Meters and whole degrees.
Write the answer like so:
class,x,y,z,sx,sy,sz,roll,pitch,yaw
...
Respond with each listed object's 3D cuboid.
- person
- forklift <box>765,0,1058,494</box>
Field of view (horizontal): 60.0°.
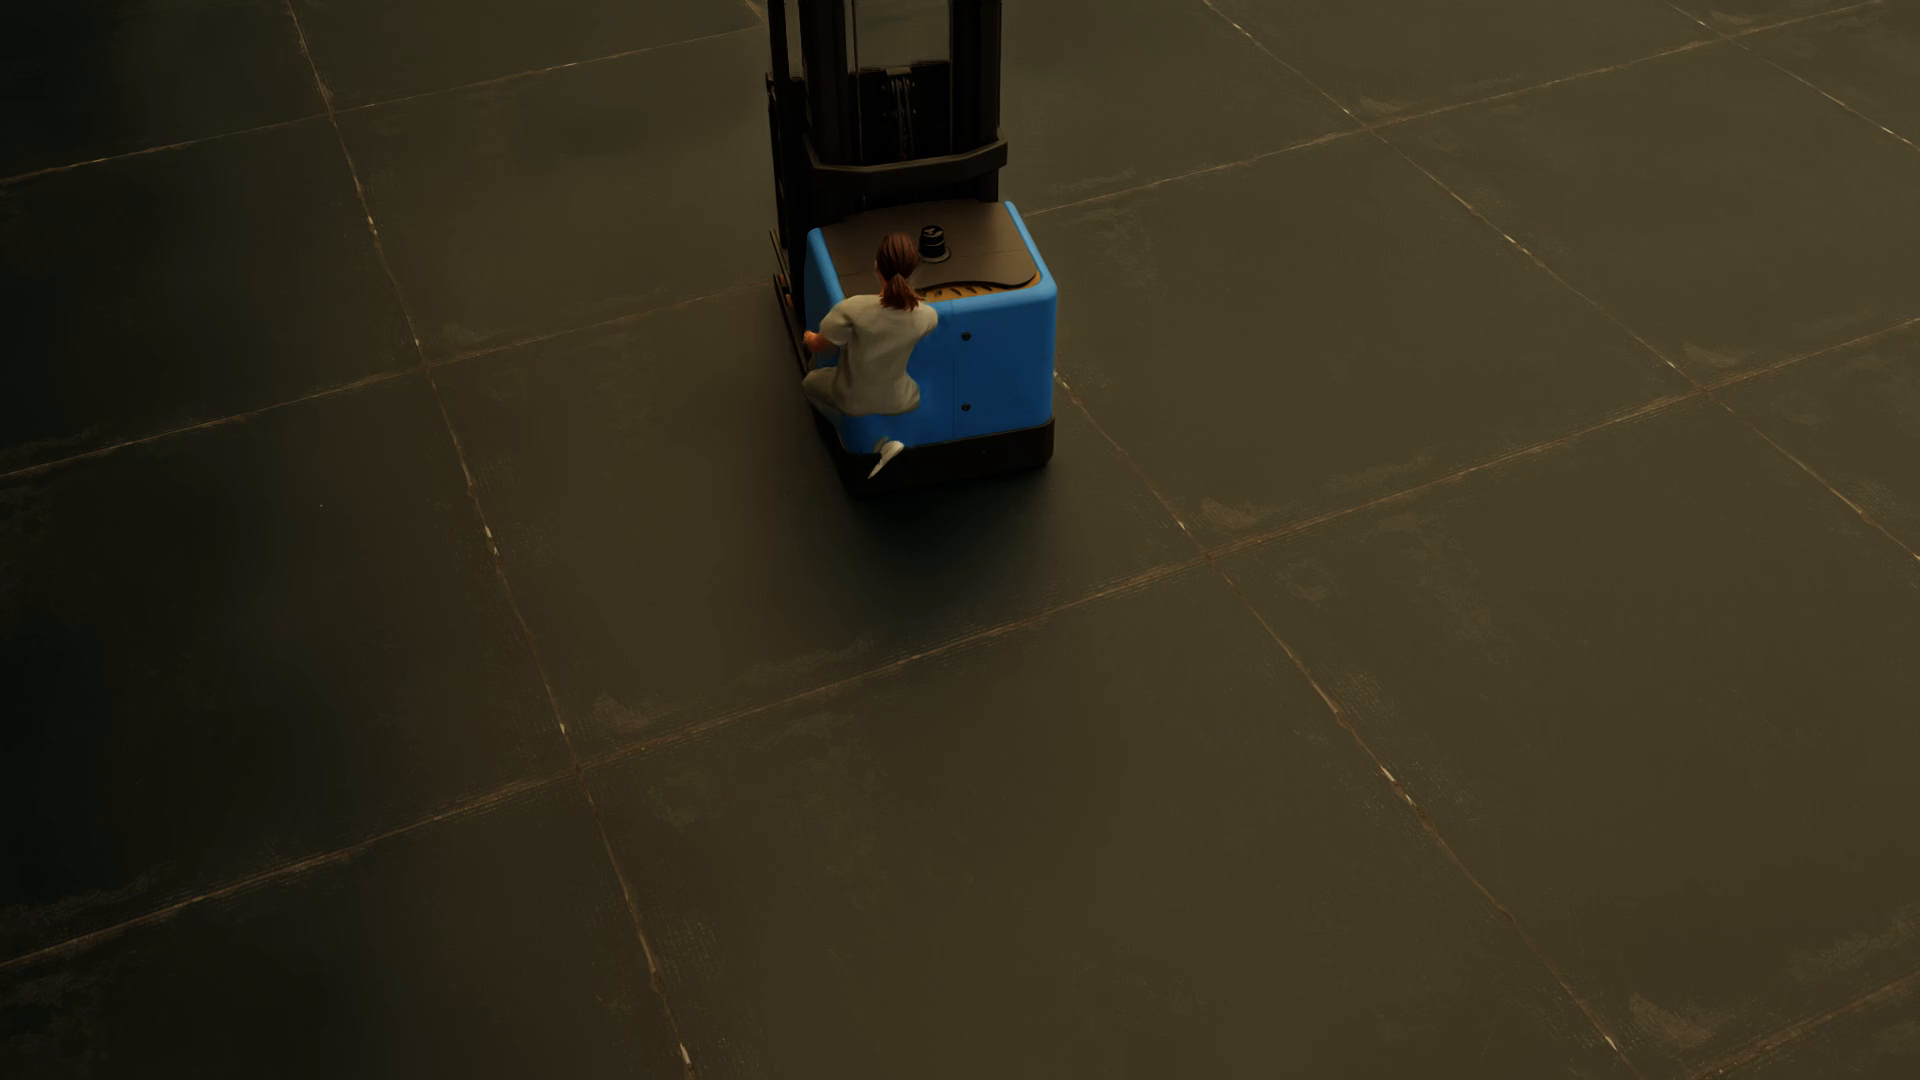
class,x,y,z,sx,sy,sz,roll,pitch,yaw
person,-0.334,-0.833,7.626,0.772,1.496,0.727,-9,44,-9
forklift,-0.406,-2.311,8.156,1.130,2.935,3.031,-10,44,-11
